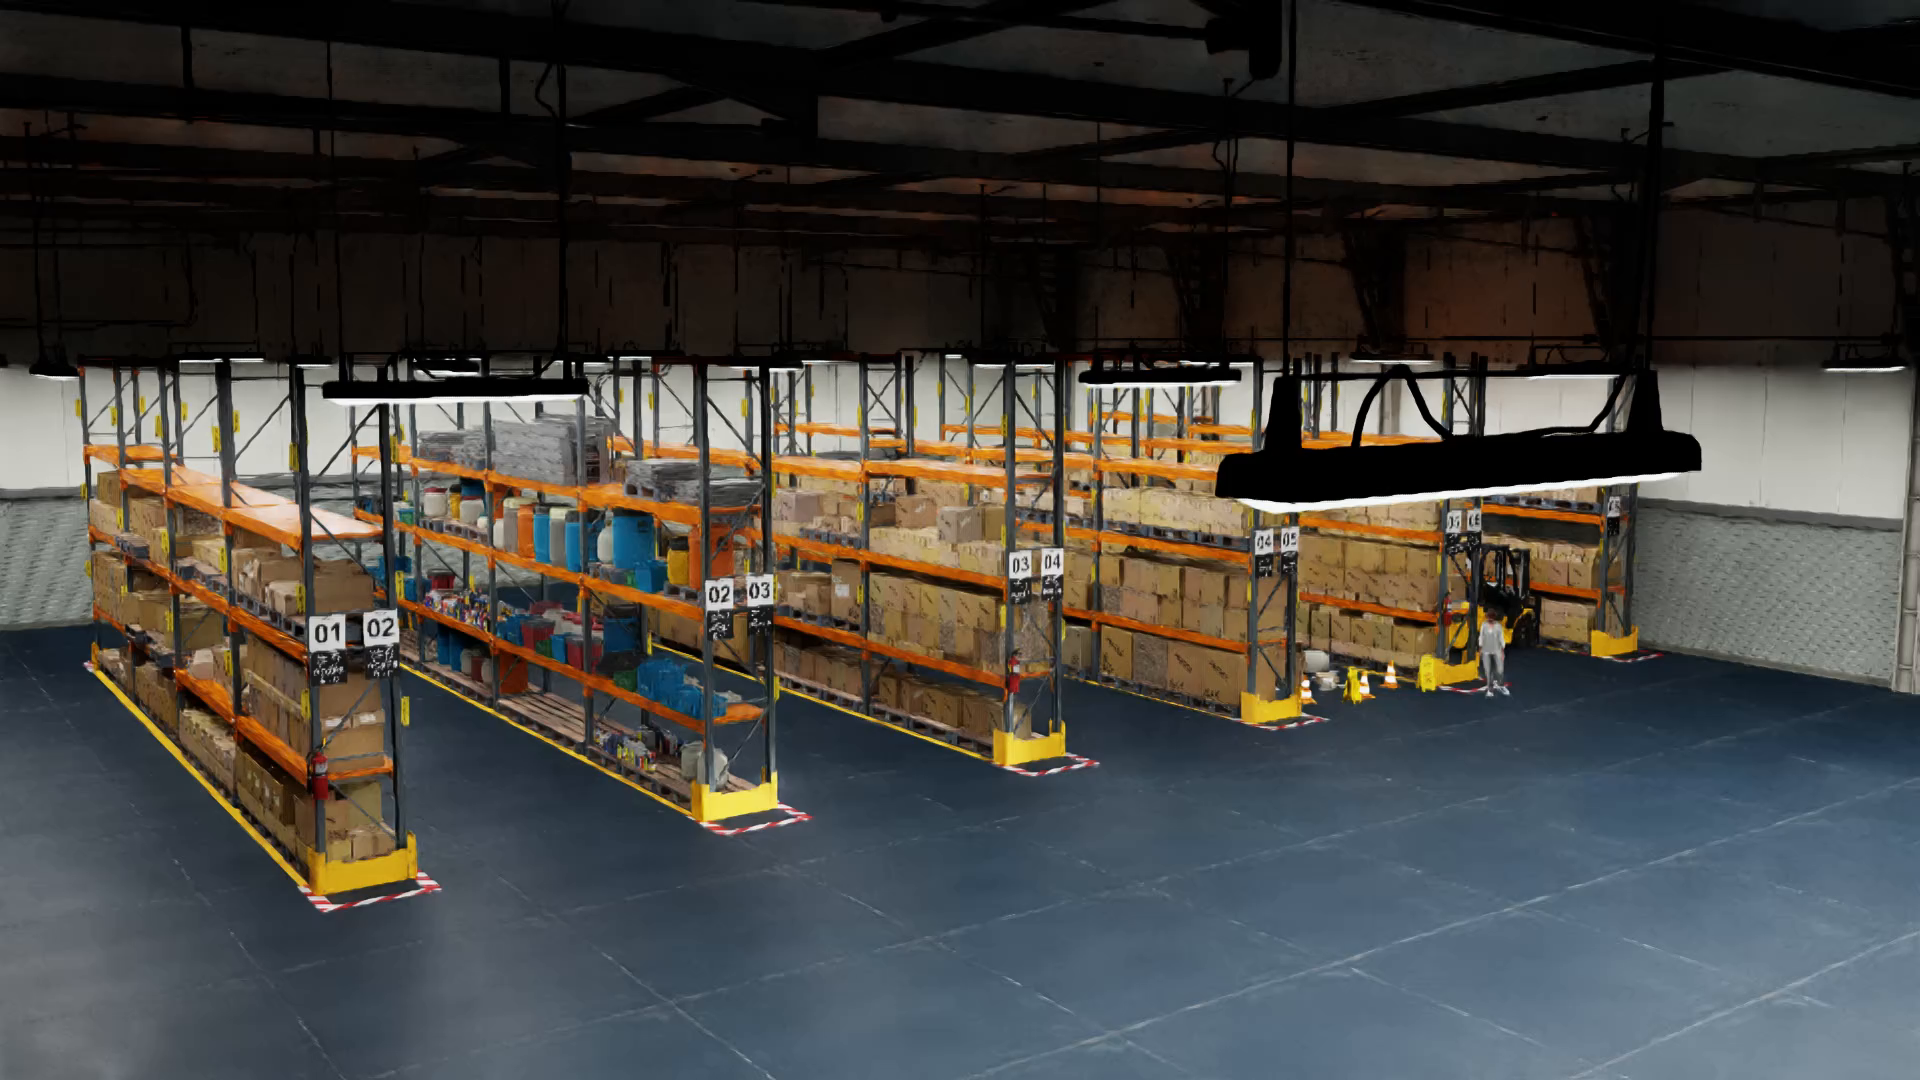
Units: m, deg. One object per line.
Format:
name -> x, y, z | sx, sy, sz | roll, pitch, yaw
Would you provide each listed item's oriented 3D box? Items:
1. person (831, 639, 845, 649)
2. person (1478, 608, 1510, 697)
person -> -2.782, 1.432, 33.742 | 0.451, 1.585, 1.093 | -5, 9, -37
person -> 9.421, 1.987, 29.298 | 0.561, 1.588, 0.425 | 3, 8, 25
